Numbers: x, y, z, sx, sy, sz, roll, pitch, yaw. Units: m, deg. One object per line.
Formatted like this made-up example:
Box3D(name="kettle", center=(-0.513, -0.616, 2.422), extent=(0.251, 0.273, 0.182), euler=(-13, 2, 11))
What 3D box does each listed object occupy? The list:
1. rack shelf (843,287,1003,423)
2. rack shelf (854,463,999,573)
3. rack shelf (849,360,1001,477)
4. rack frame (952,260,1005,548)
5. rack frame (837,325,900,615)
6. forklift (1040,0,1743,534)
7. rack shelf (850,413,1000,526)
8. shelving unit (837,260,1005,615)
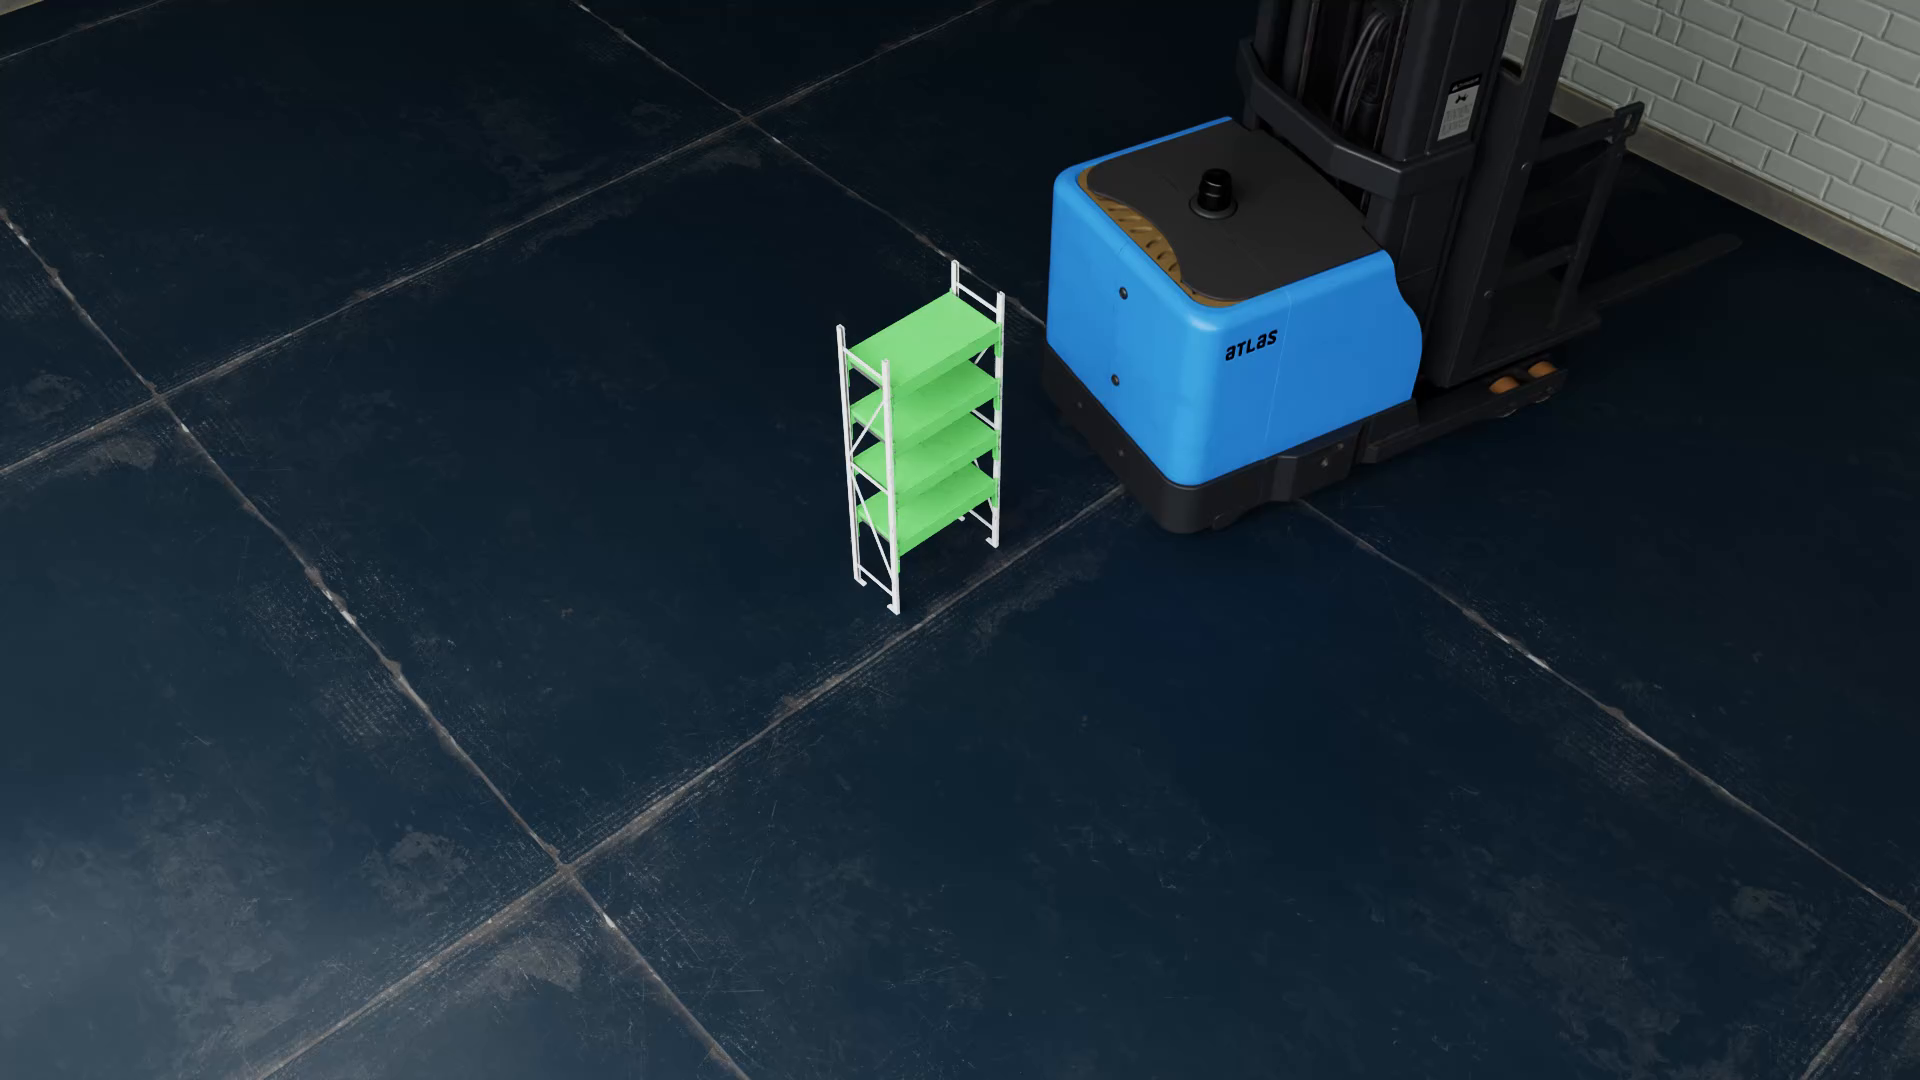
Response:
Box3D(name="rack shelf", center=(-0.122, -0.607, 5.428), extent=(0.480, 0.148, 0.258), euler=(-34, 56, -27))
Box3D(name="rack shelf", center=(-0.122, -0.119, 5.957), extent=(0.480, 0.148, 0.258), euler=(-34, 56, -27))
Box3D(name="rack shelf", center=(-0.122, -0.444, 5.604), extent=(0.480, 0.148, 0.258), euler=(-34, 56, -27))
Box3D(name="rack frame", center=(0.058, -0.446, 5.845), extent=(0.015, 1.200, 0.240), euler=(-34, 56, -27))
Box3D(name="rack frame", center=(-0.303, -0.204, 5.622), extent=(0.015, 1.200, 0.240), euler=(-34, 56, -27))
Box3D(name="forklift", center=(1.869, -1.808, 5.924), extent=(3.031, 2.935, 1.130), euler=(-22, 51, -19))
Box3D(name="rack shelf", center=(-0.122, -0.282, 5.780), extent=(0.480, 0.148, 0.258), euler=(-34, 56, -27))
Box3D(name="shelving unit", center=(-0.122, -0.325, 5.734), extent=(0.503, 1.200, 0.258), euler=(-34, 56, -27))
